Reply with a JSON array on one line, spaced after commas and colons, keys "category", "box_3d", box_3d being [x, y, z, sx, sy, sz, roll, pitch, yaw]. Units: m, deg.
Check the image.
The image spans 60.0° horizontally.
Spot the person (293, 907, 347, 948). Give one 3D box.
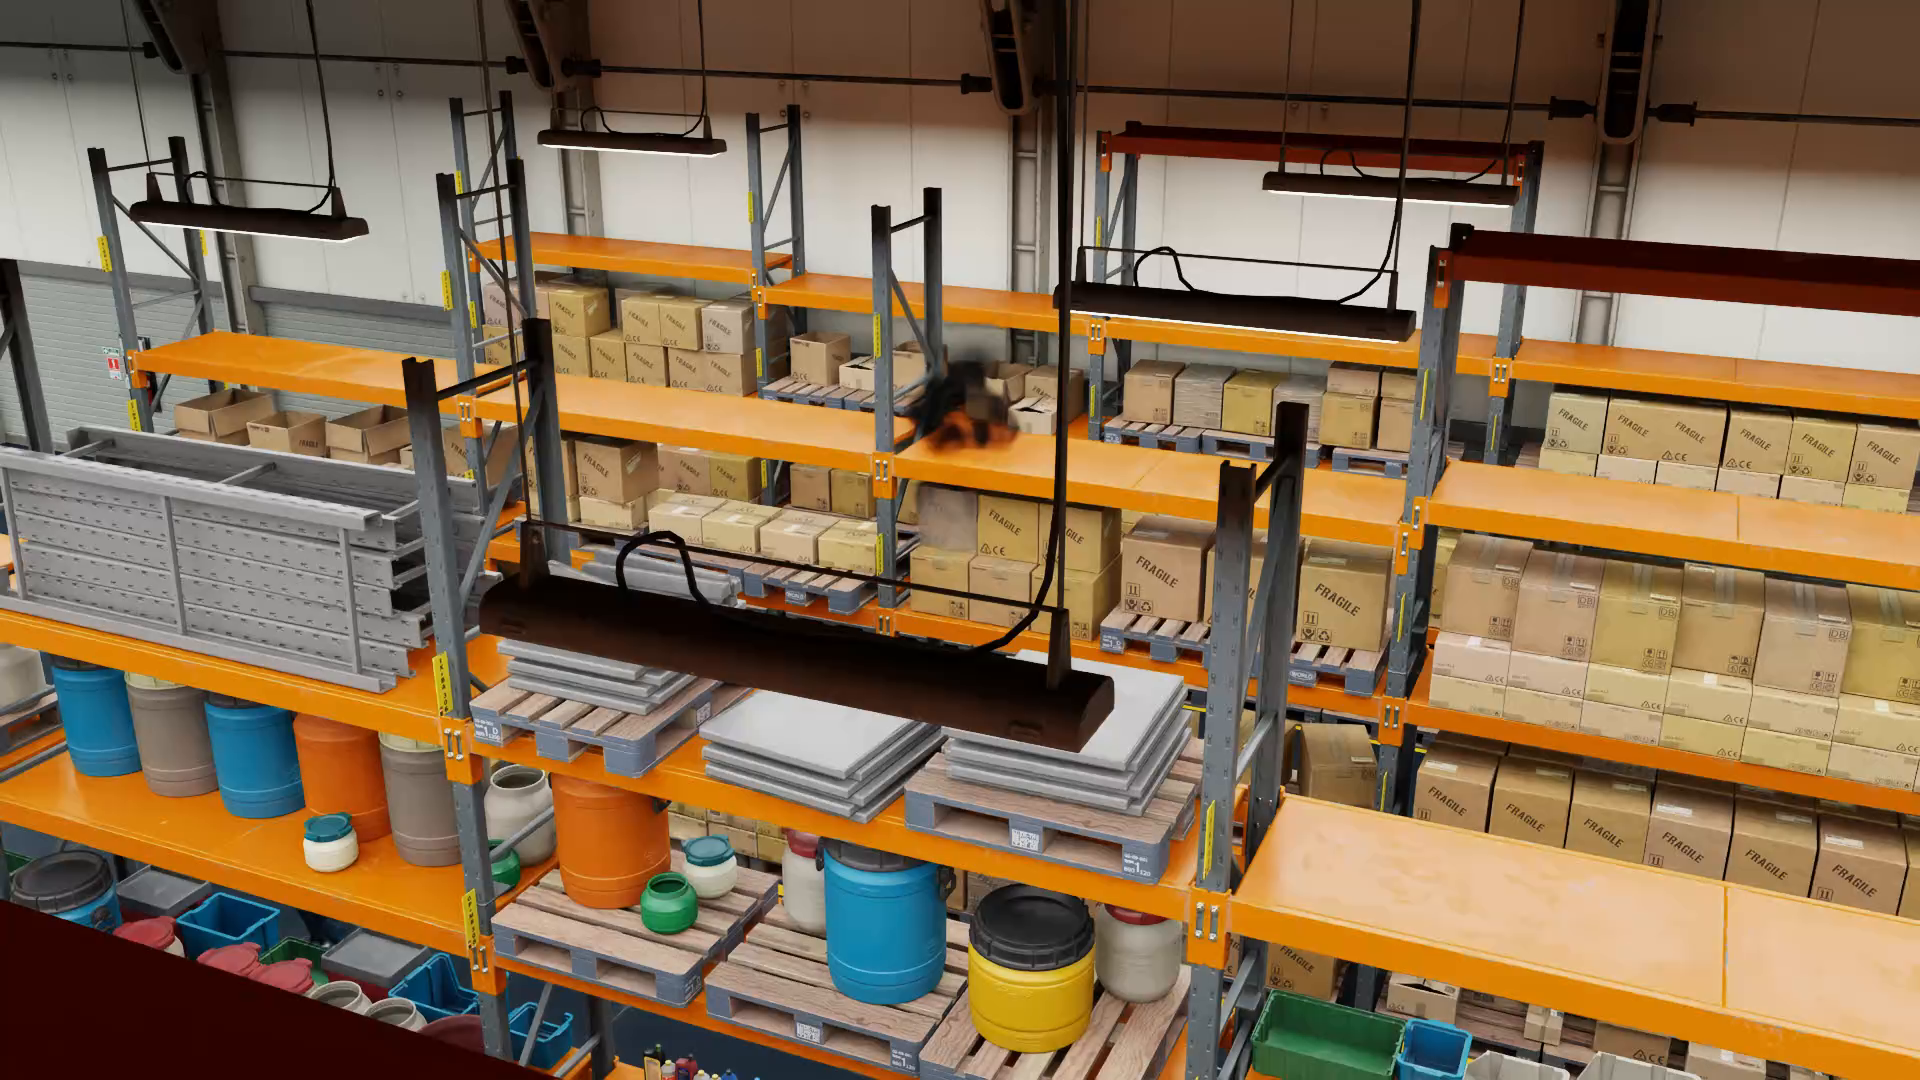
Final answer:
[{"category": "person", "box_3d": [-5.135, 2.713, 13.182, 0.663, 1.622, 0.515, 4, 21, 11]}]
